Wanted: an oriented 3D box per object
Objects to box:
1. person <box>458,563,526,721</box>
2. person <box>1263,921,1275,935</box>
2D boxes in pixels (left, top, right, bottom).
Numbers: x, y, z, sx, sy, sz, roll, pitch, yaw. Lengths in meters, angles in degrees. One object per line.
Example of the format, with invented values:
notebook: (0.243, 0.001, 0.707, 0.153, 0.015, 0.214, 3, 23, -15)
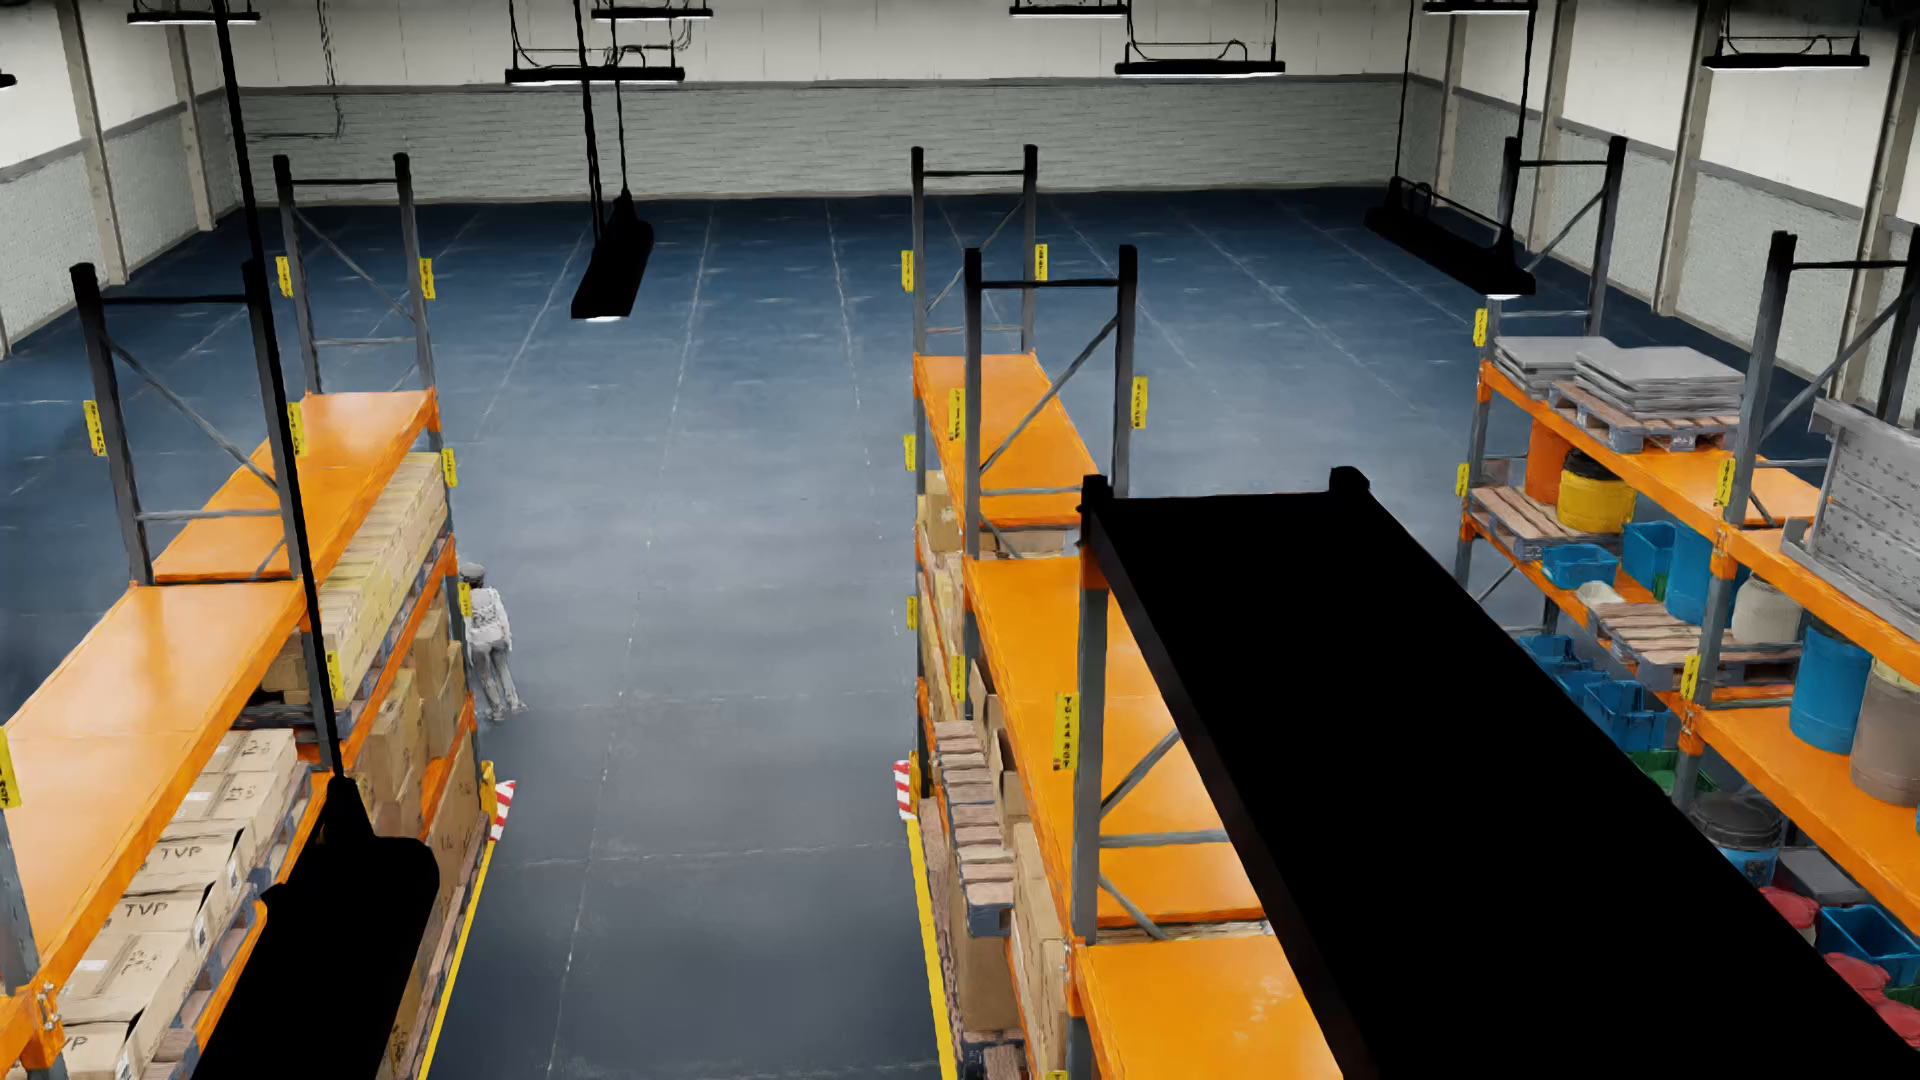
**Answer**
person: (-4.730, 1.055, 16.724, 0.538, 1.671, 0.517, -19, 28, -39)
person: (2.483, 2.909, 12.092, 0.637, 1.627, 0.790, 0, 22, 0)
